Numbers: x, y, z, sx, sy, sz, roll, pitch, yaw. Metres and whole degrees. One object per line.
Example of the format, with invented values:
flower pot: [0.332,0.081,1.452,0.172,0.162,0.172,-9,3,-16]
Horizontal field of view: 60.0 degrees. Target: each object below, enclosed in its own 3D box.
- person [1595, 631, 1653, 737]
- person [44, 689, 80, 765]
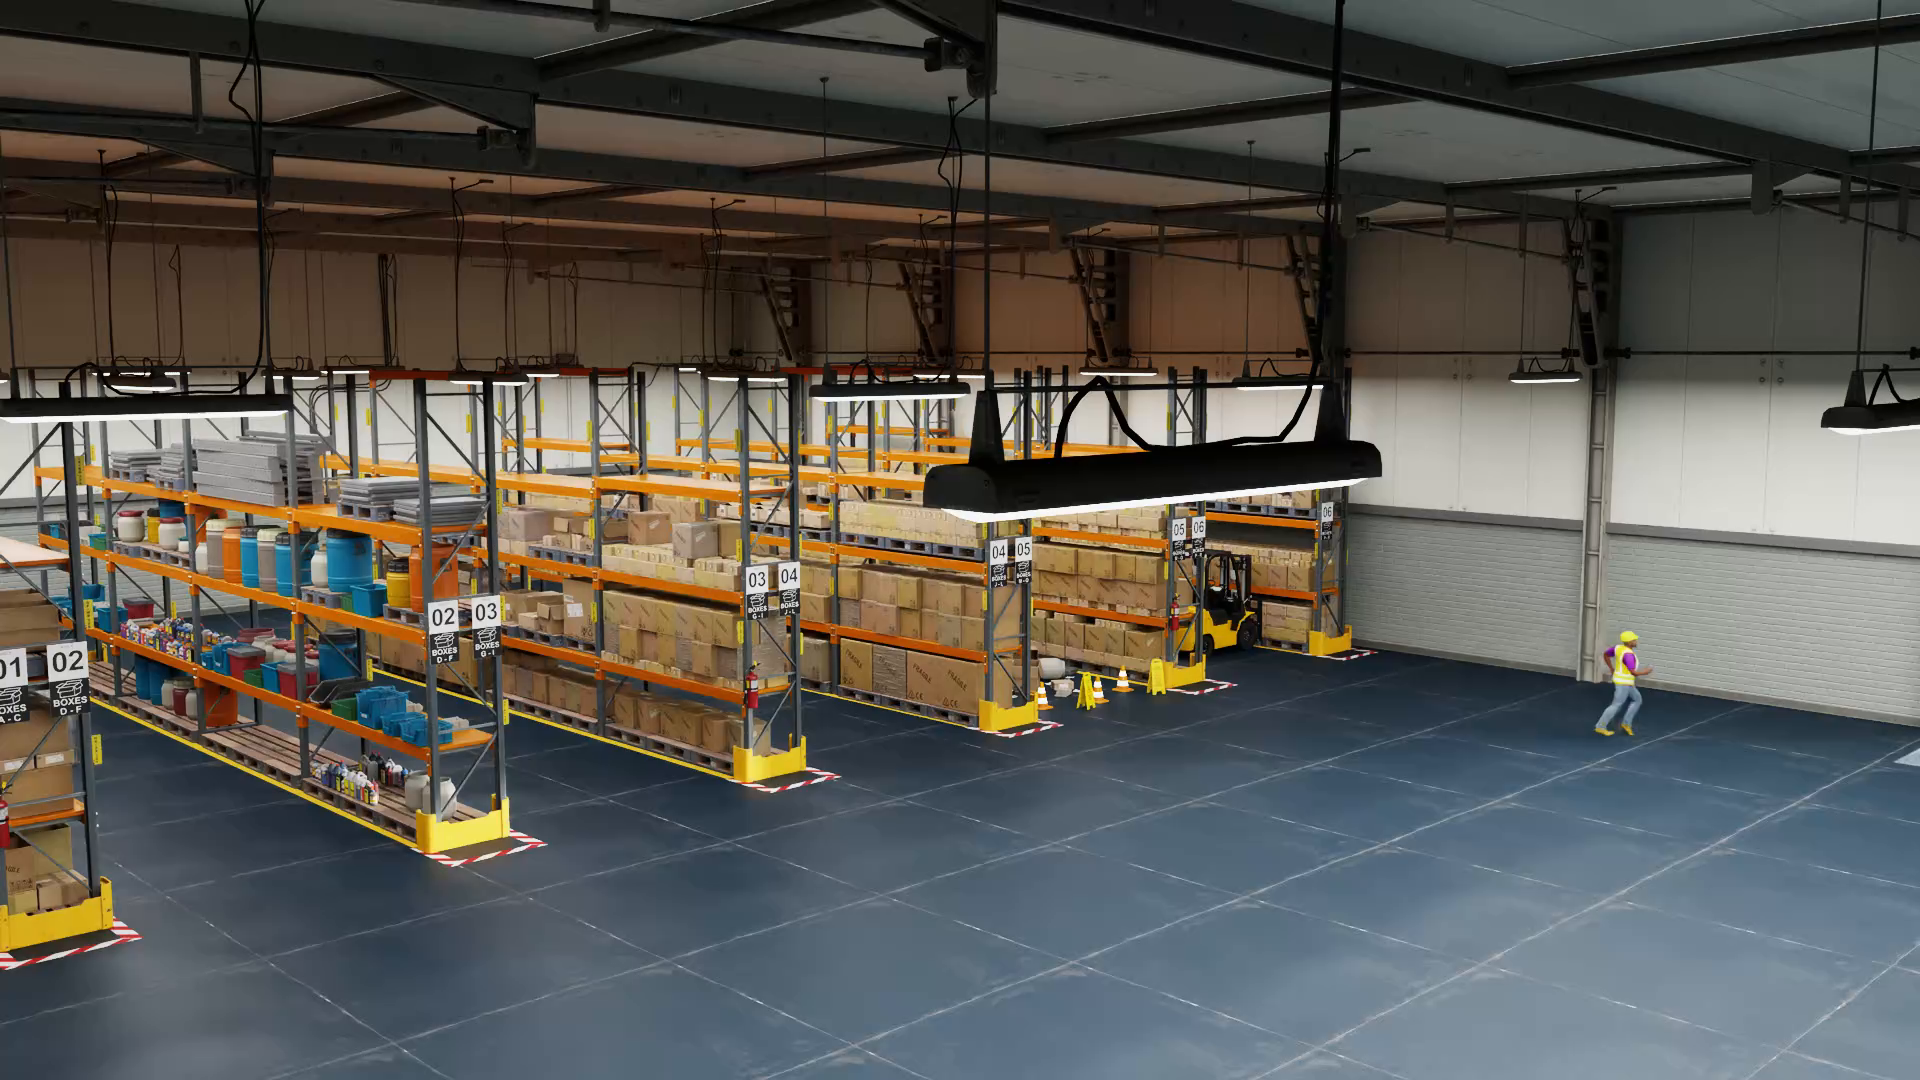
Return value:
person: [10.903,2.380,27.333,0.864,1.794,0.705,1,7,12]
person: [-13.824,2.583,25.800,0.701,1.739,0.597,5,8,39]
